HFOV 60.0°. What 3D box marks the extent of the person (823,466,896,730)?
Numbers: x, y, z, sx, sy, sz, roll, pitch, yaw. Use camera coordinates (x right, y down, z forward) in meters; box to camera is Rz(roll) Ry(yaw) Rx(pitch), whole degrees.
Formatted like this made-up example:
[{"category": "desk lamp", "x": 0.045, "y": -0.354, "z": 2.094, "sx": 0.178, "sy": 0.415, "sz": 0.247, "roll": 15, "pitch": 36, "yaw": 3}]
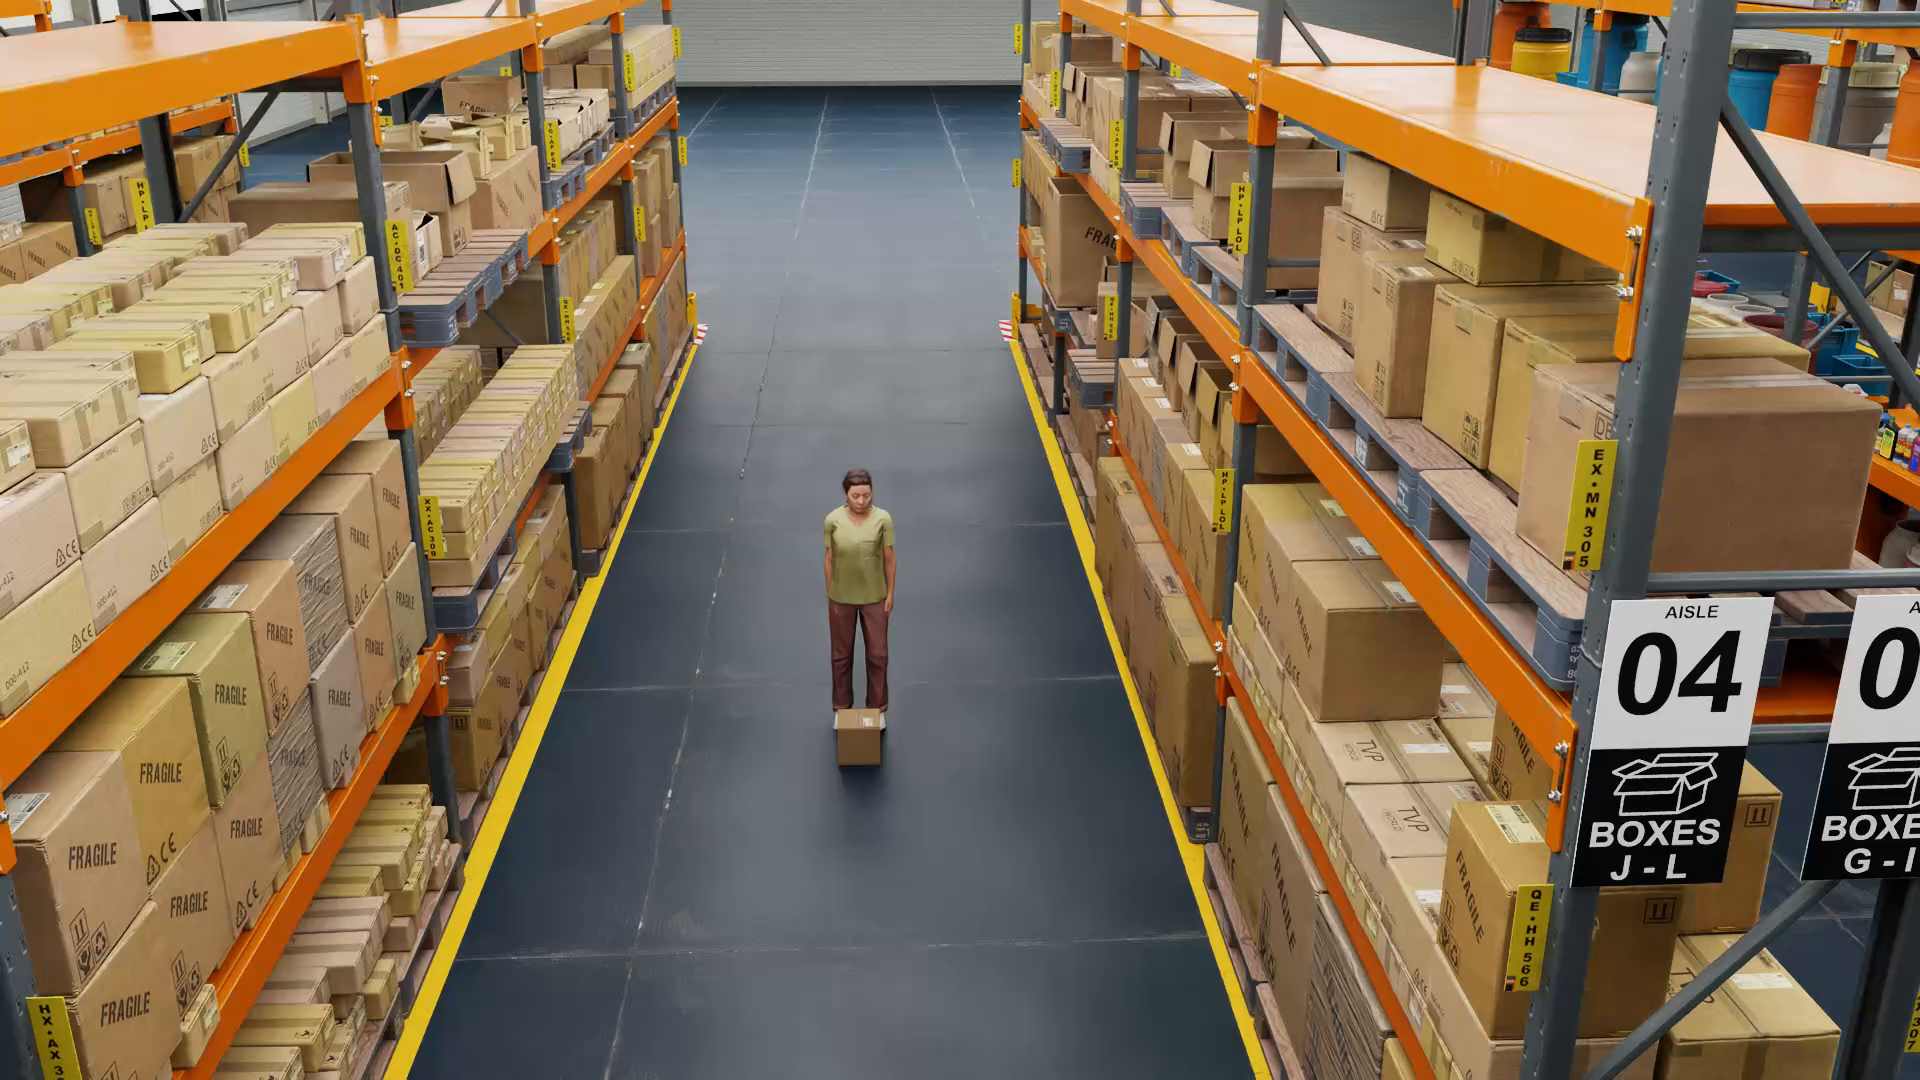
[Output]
[{"category": "person", "x": -0.607, "y": 0.356, "z": 10.141, "sx": 0.443, "sy": 1.670, "sz": 0.348, "roll": -1, "pitch": 20, "yaw": -2}]
